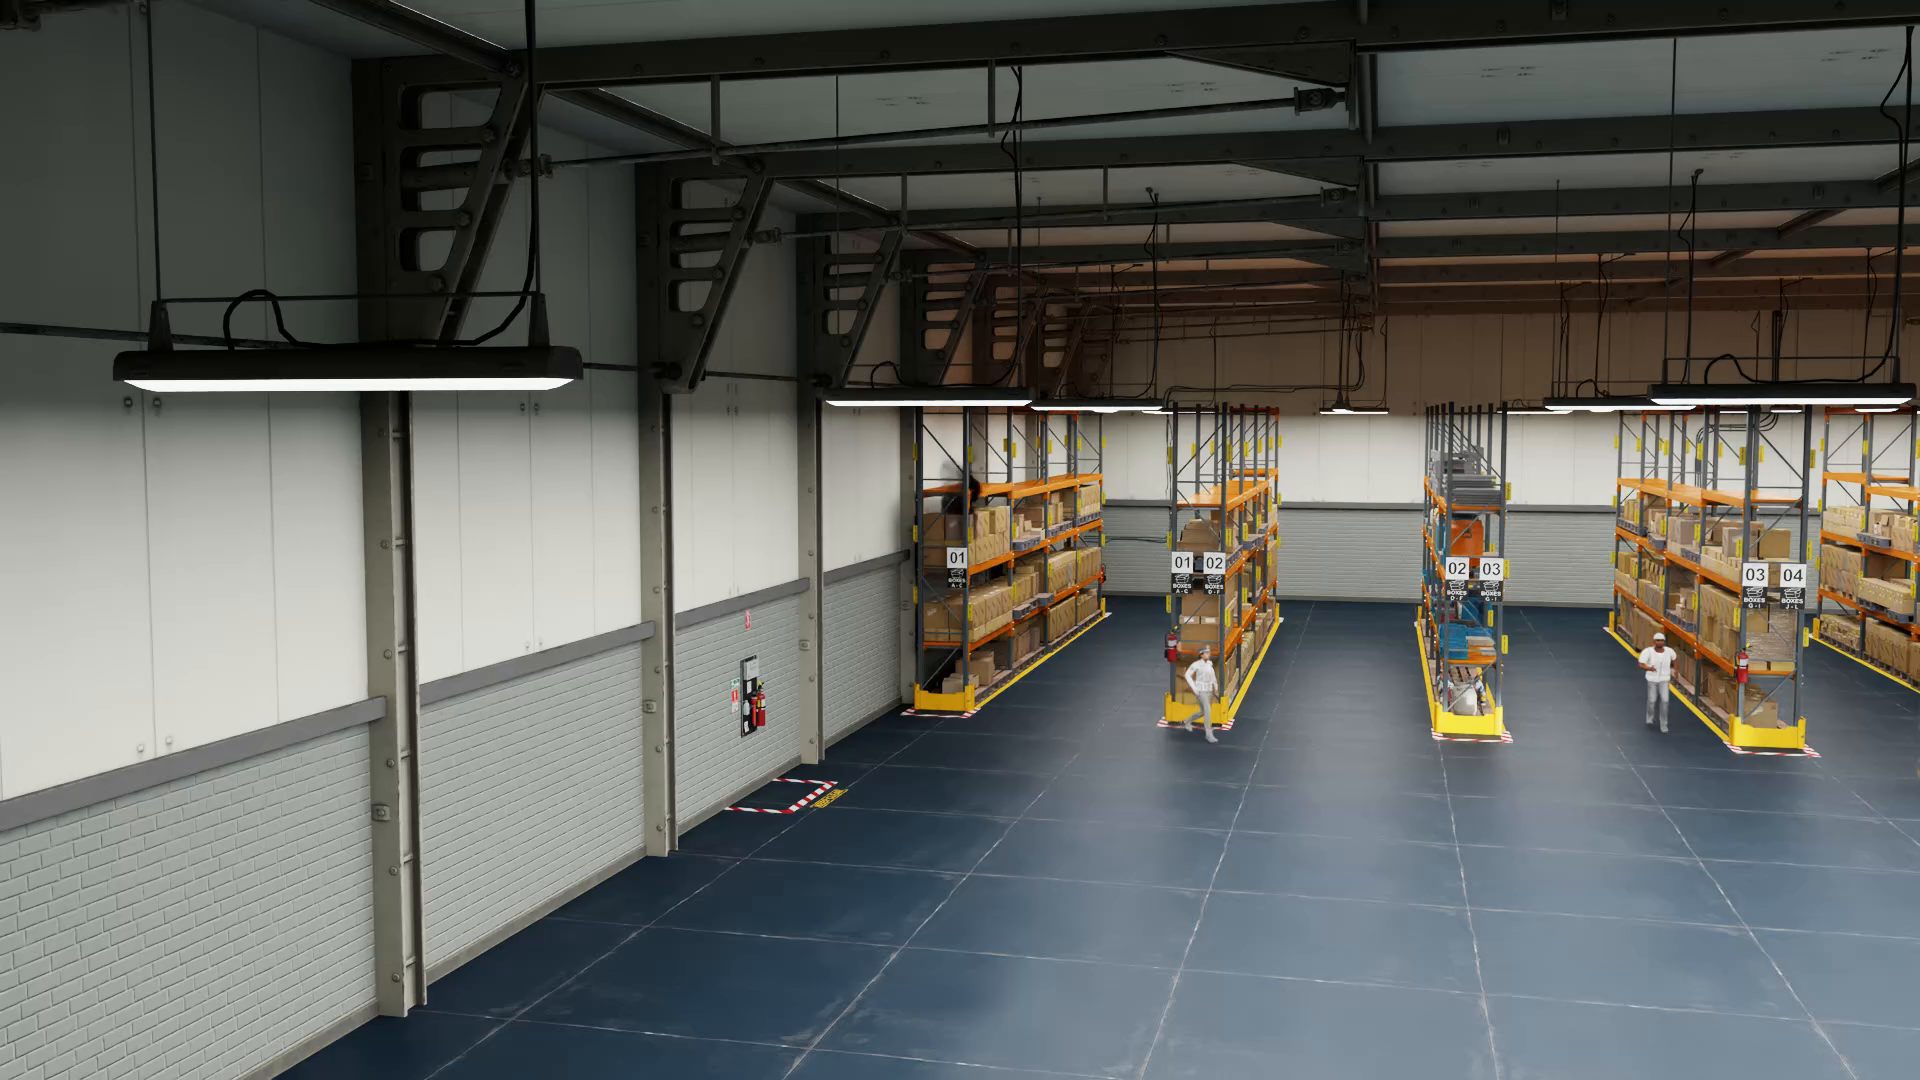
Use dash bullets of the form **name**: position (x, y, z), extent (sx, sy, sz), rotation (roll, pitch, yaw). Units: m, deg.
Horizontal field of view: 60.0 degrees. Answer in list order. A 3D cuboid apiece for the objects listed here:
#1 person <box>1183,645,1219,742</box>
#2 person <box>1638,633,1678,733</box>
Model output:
- **person**: position (4.307, 2.709, 29.603), extent (0.639, 1.704, 0.831), rotation (-4, 6, -42)
- **person**: position (12.779, 2.608, 30.434), extent (0.724, 1.848, 0.757), rotation (1, 4, 13)
